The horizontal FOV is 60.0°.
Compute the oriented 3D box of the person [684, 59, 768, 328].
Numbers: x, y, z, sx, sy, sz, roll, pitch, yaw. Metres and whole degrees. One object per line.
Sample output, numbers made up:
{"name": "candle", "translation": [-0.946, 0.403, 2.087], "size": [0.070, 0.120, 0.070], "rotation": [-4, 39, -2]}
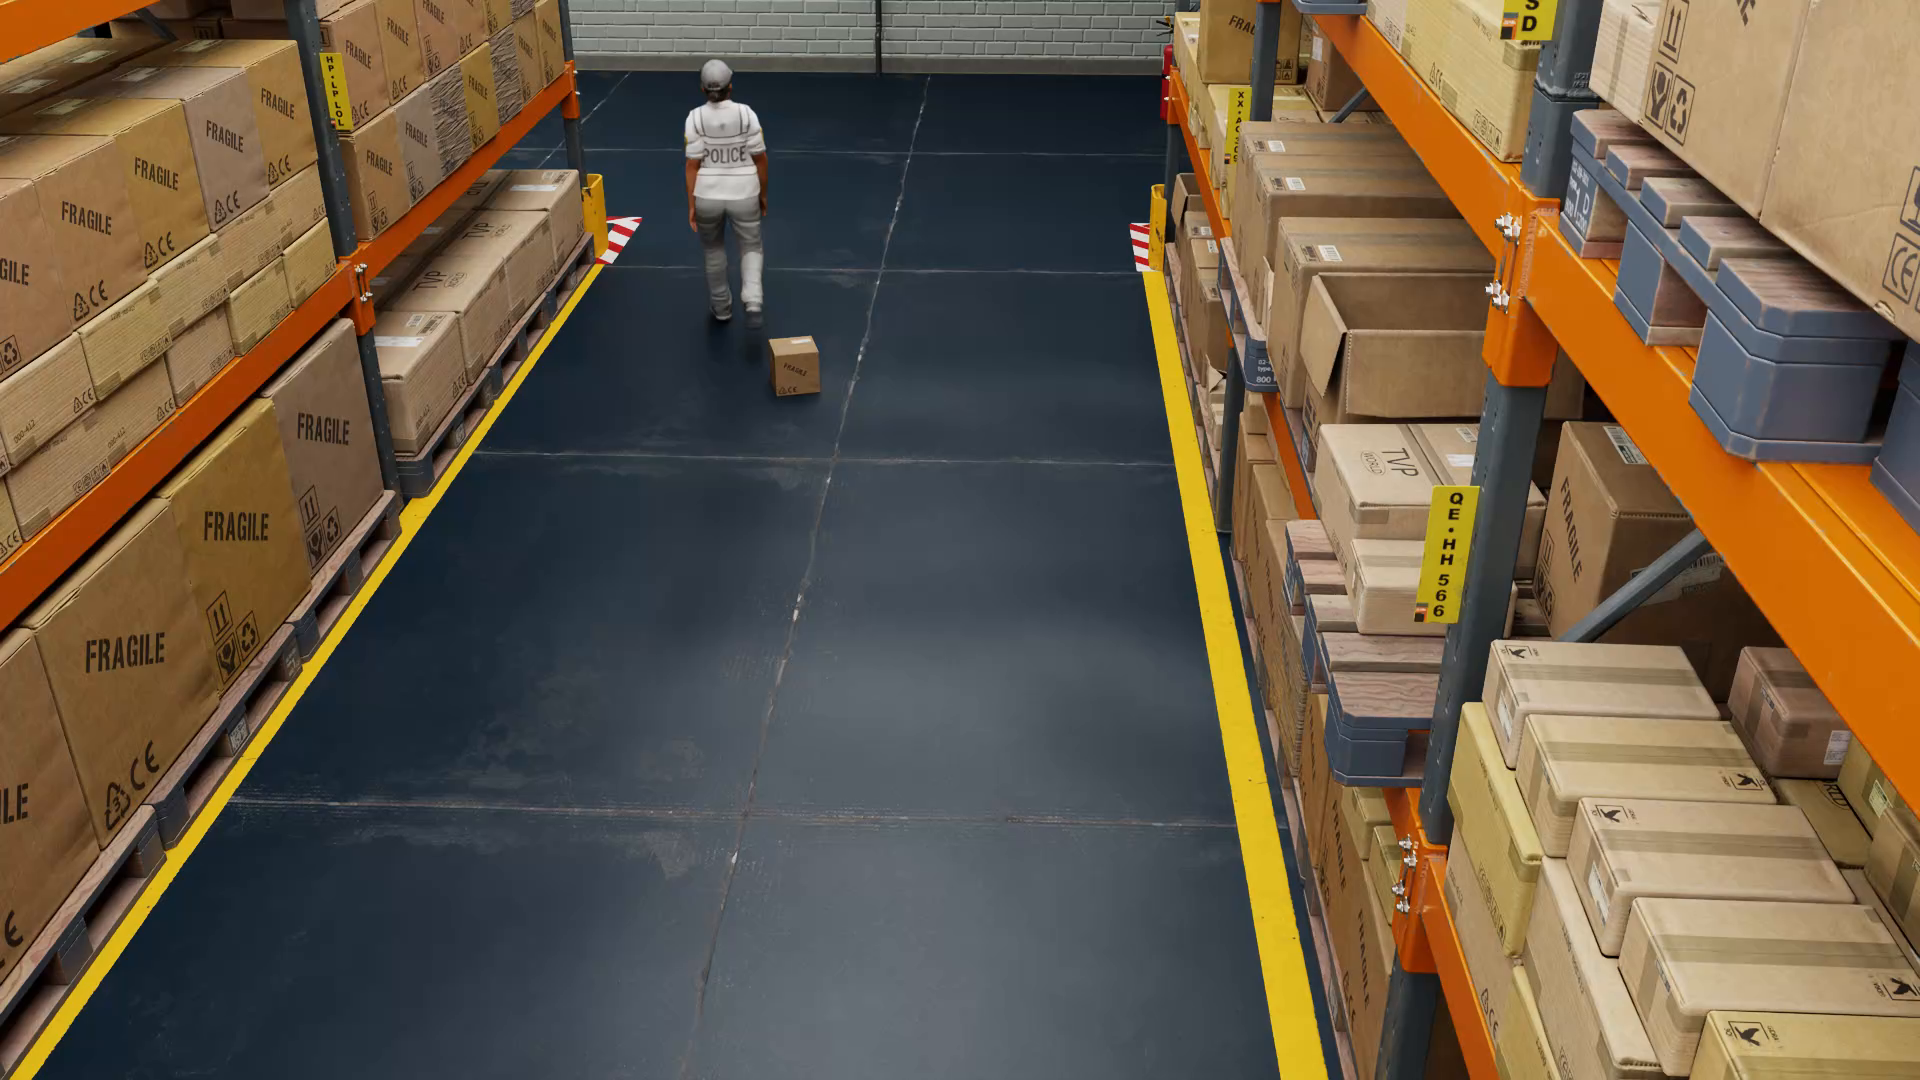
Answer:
{"name": "person", "translation": [-1.384, -2.034, 9.909], "size": [0.500, 1.627, 0.828], "rotation": [-4, 28, -8]}
